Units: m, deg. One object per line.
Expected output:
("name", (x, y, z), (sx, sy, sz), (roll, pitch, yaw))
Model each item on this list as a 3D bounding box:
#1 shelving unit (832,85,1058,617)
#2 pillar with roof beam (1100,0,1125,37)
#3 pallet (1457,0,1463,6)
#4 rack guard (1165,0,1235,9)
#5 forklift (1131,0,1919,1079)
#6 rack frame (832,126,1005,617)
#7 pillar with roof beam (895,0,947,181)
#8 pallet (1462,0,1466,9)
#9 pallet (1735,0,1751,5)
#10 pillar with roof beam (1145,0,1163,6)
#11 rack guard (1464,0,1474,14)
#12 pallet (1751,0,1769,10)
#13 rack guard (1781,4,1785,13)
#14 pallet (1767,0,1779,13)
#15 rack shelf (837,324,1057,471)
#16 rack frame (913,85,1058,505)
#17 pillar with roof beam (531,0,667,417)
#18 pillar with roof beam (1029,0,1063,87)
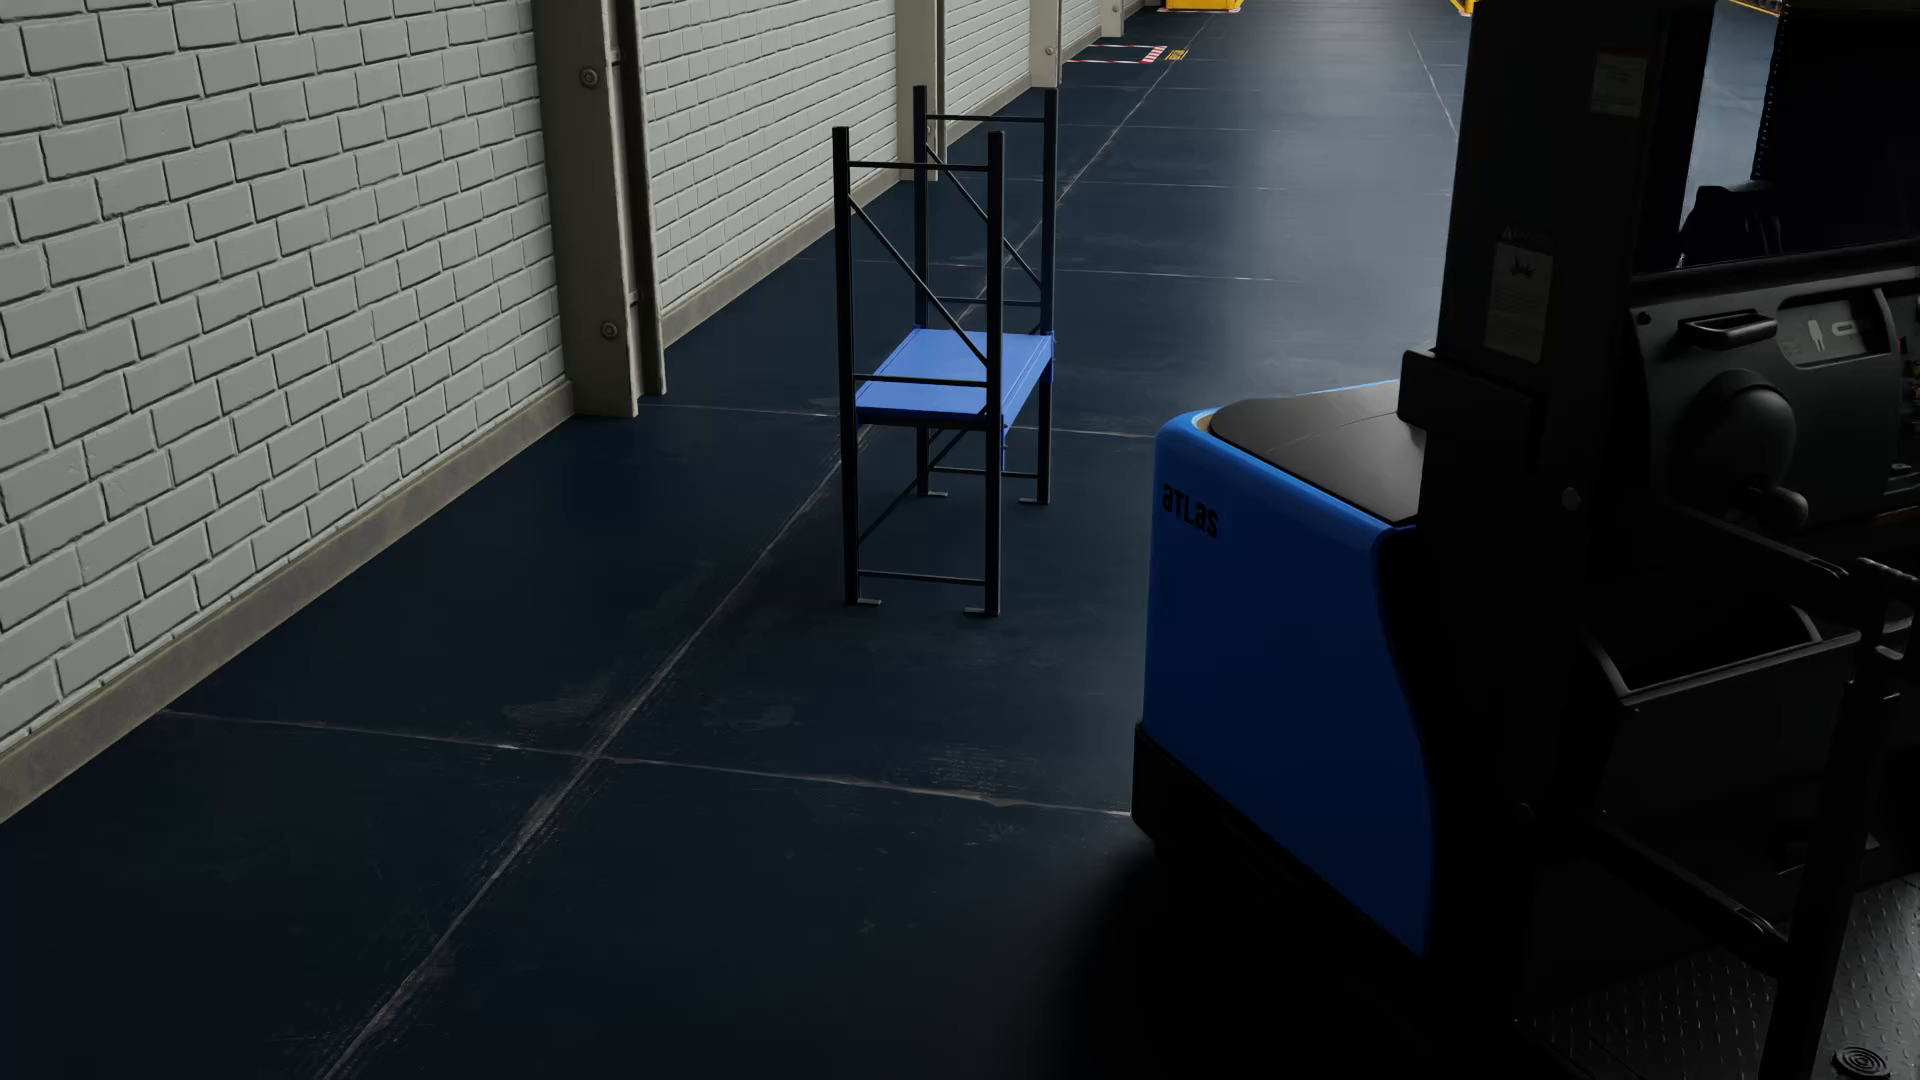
("shelving unit", (-0.017, -0.665, 5.496), (0.538, 1.500, 1.048), (4, 22, 11))
("pillar with roof beam", (6.370, -11.041, 21.223), (9.100, 9.000, 0.400), (4, 22, 11))
("pallet", (9.301, -9.517, 29.201), (1.003, 0.211, 1.213), (4, 22, 11))
("rack guard", (4.100, -9.327, 28.344), (1.175, 0.500, 0.348), (4, 22, 11))
("forklift", (1.514, -0.223, 2.485), (1.130, 2.935, 3.031), (-10, 24, -24))
("rack frame", (-0.121, -0.479, 5.034), (0.500, 1.500, 0.032), (4, 22, 11))
("pillar with roof beam", (3.922, -6.653, 10.326), (9.100, 9.000, 0.400), (4, 22, 11))
("pallet", (9.049, -9.072, 28.097), (1.003, 0.211, 1.213), (4, 22, 11))
("pallet", (14.421, -9.631, 29.484), (1.003, 0.211, 1.213), (4, 22, 11))
("pillar with roof beam", (7.595, -13.236, 26.672), (9.100, 9.000, 0.400), (4, 22, 11))
("rack guard", (8.929, -8.914, 27.319), (1.175, 0.500, 0.348), (4, 22, 11))
("pallet", (14.174, -9.183, 28.373), (1.003, 0.211, 1.213), (4, 22, 11))
("rack guard", (13.752, -8.576, 26.478), (1.175, 0.500, 0.348), (4, 22, 11))
("pallet", (13.923, -8.738, 27.268), (1.003, 0.211, 1.213), (4, 22, 11))
("rack shelf", (-0.017, -0.498, 5.563), (0.538, 0.185, 1.000), (4, 22, 11))
("rack frame", (0.086, -0.850, 5.958), (0.500, 1.500, 0.032), (4, 22, 11))
("pillar with roof beam", (2.697, -4.458, 4.878), (9.100, 9.000, 0.400), (4, 22, 11))
("pillar with roof beam", (5.146, -8.847, 15.775), (9.100, 9.000, 0.400), (4, 22, 11))
